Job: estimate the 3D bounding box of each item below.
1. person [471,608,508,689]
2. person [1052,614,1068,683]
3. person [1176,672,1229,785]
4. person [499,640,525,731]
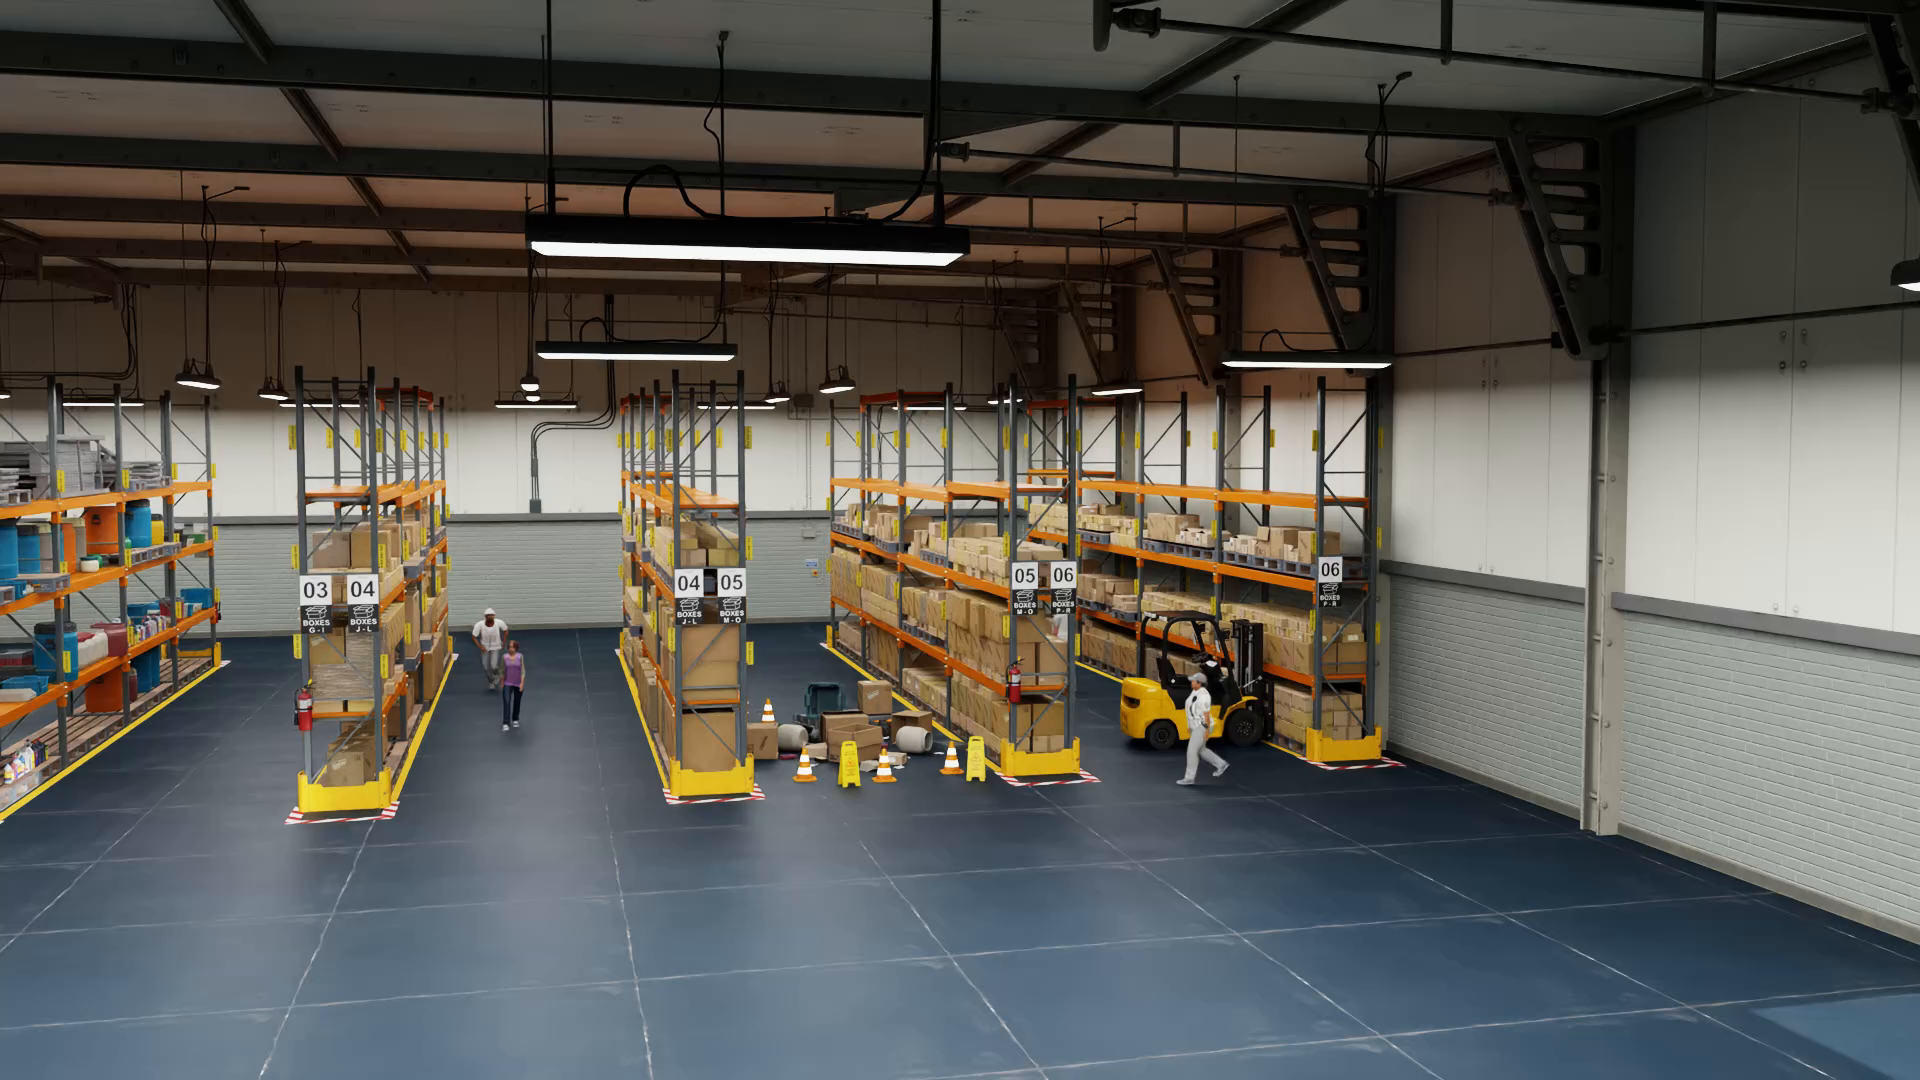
[{"bbox_3d":[-9.427,2.178,33.364,0.670,1.668,0.700,0,3,-5],"label":"person"},{"bbox_3d":[2.065,2.089,33.829,0.467,1.791,0.602,3,5,44],"label":"person"},{"bbox_3d":[3.546,2.730,24.269,0.917,1.622,0.503,-1,4,-19],"label":"person"},{"bbox_3d":[-7.691,2.496,28.603,0.429,1.549,0.953,-1,4,-19],"label":"person"}]
